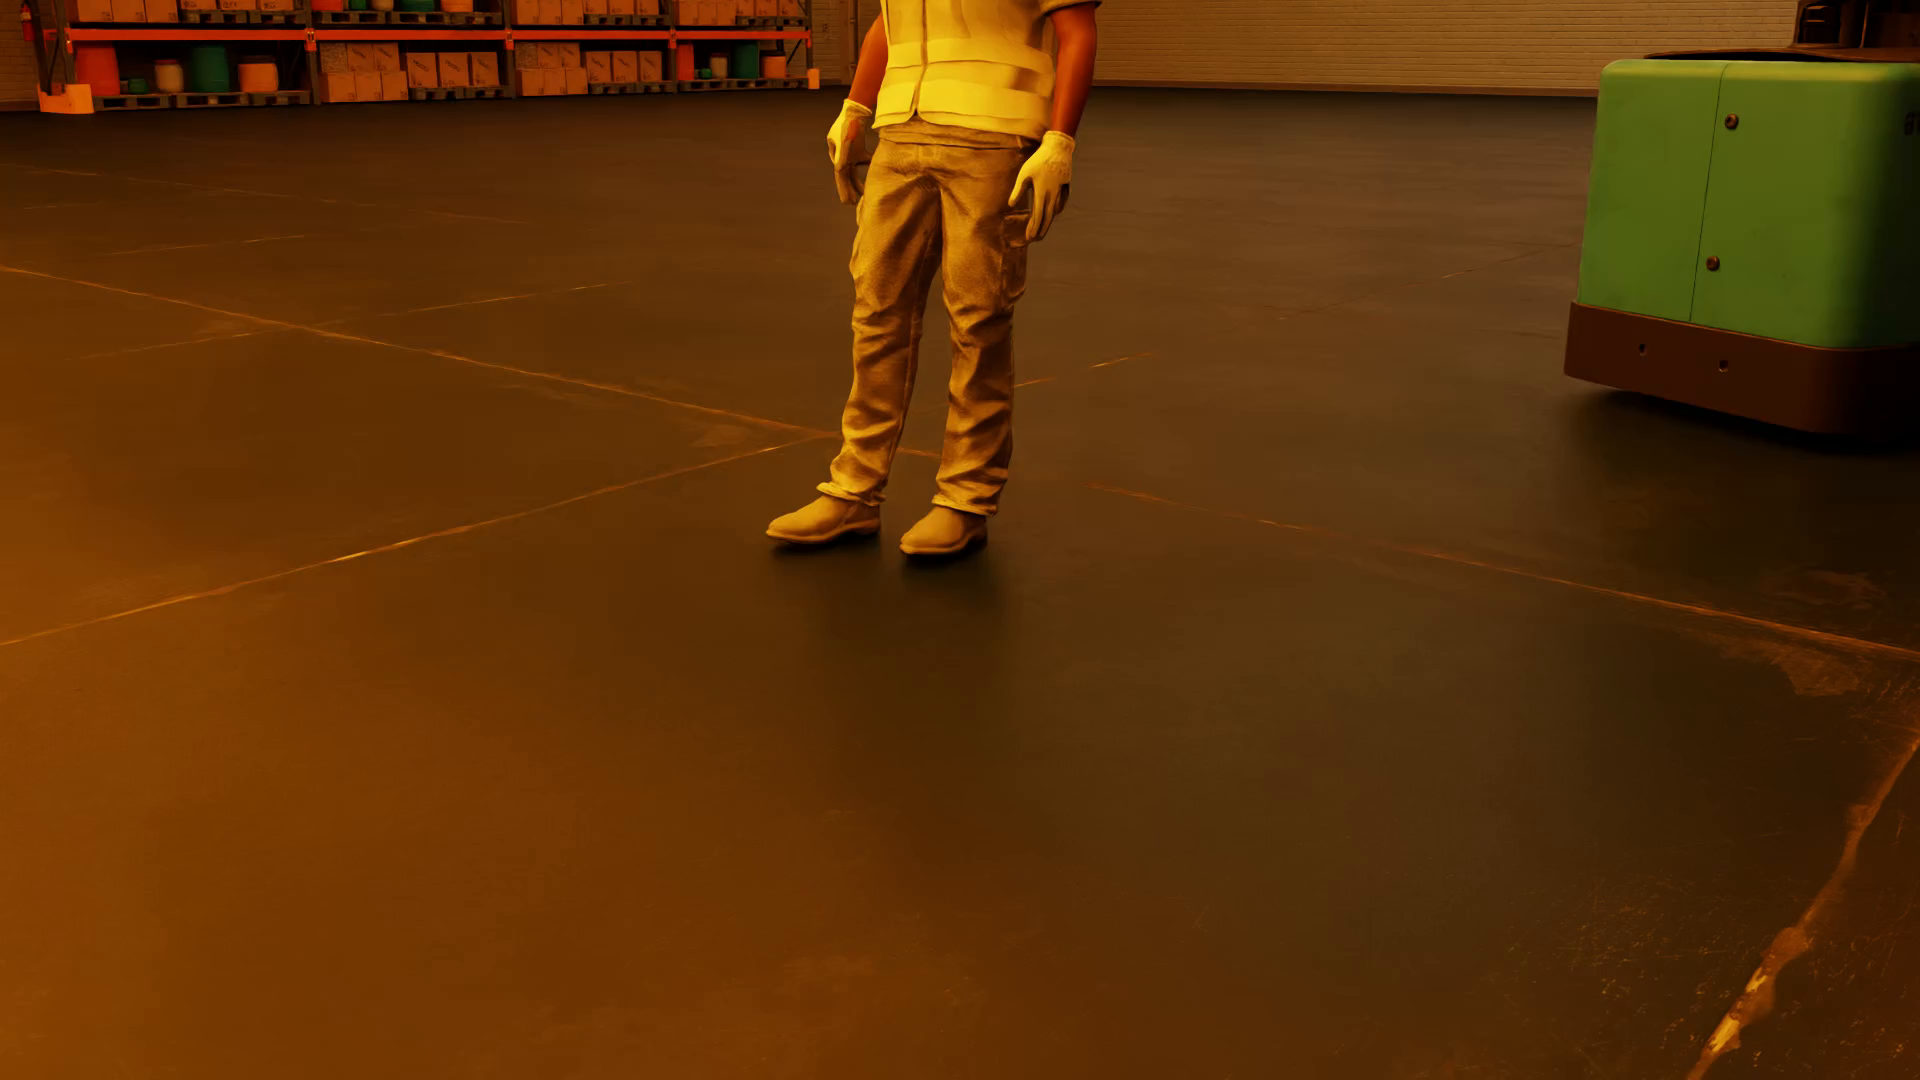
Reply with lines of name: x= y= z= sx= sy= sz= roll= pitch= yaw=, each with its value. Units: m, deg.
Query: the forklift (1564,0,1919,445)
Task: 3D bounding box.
forklift: x=3.553 y=-1.949 z=5.315 sx=3.031 sy=2.935 sz=1.130 roll=-8 pitch=19 yaw=-25

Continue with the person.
person: x=-0.053 y=-0.846 z=3.632 sx=0.657 sy=1.785 sz=0.575 roll=13 pitch=21 yaw=37
